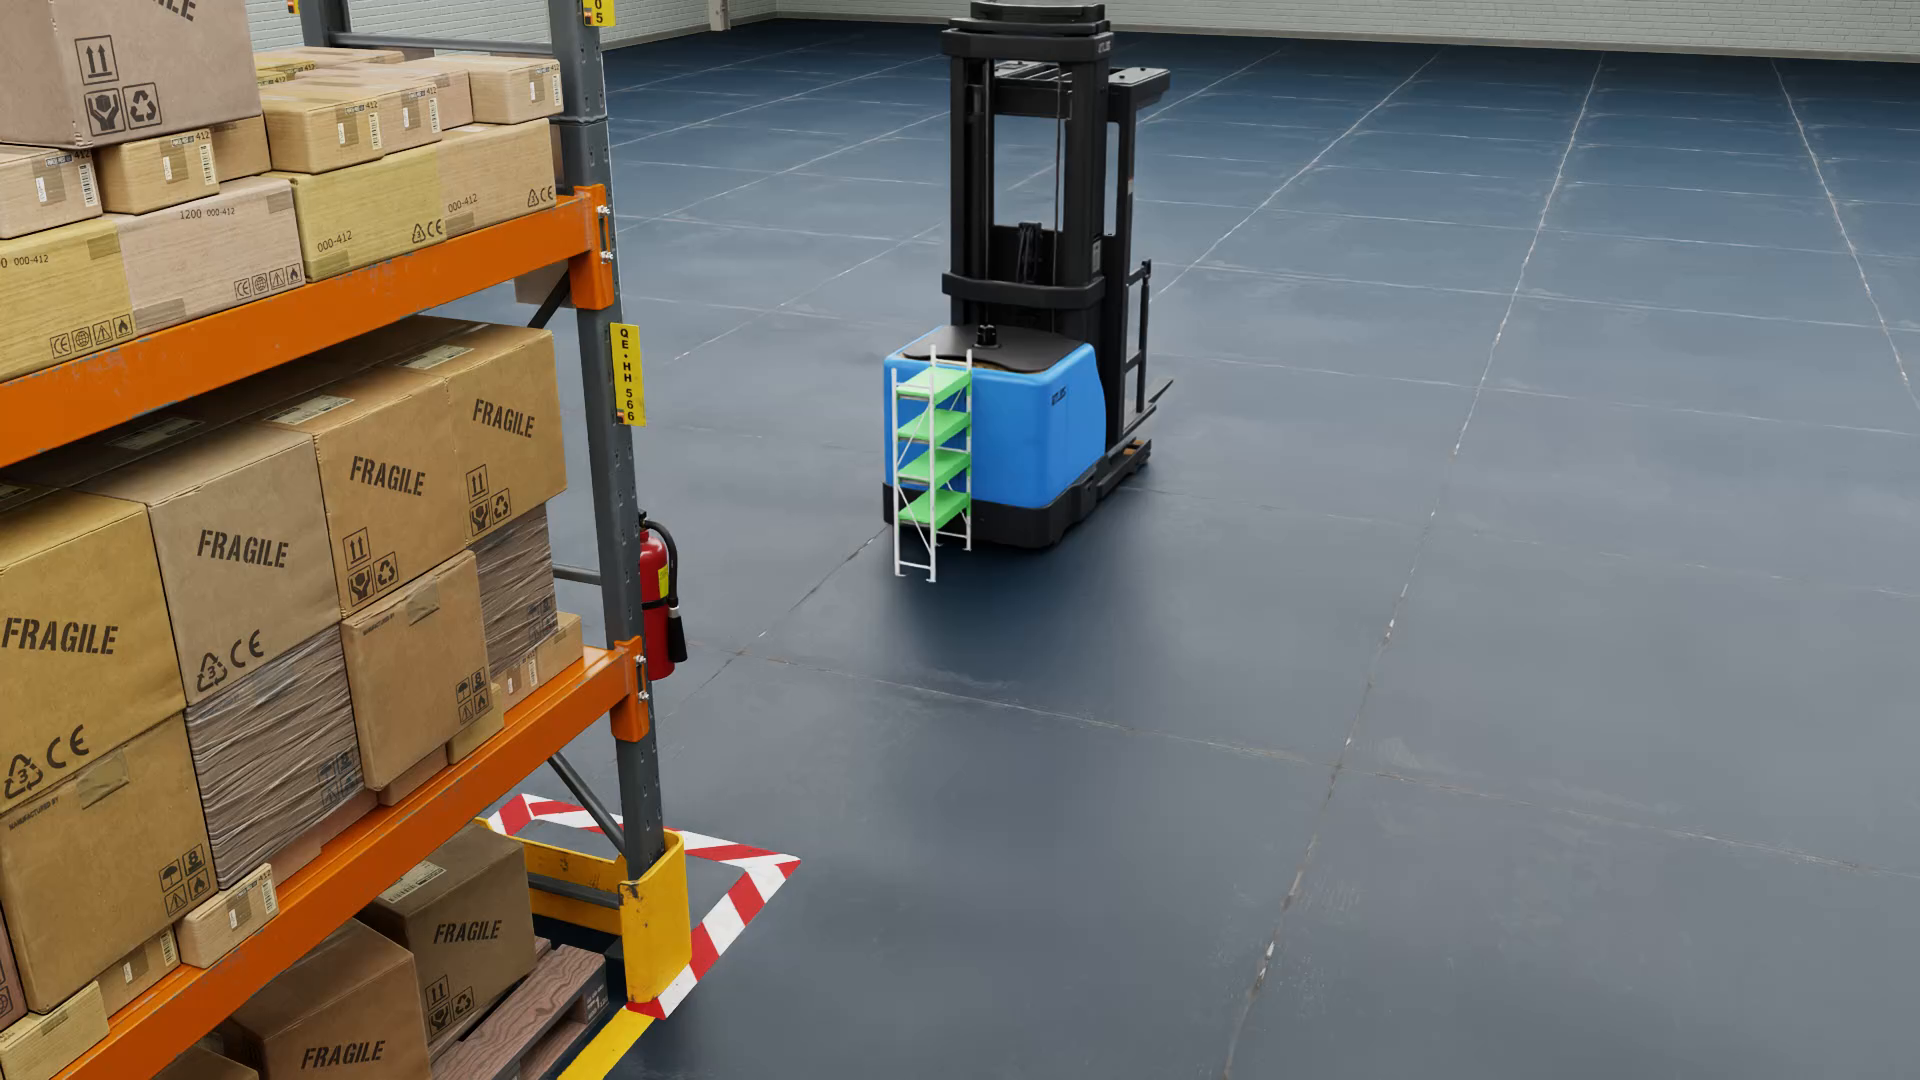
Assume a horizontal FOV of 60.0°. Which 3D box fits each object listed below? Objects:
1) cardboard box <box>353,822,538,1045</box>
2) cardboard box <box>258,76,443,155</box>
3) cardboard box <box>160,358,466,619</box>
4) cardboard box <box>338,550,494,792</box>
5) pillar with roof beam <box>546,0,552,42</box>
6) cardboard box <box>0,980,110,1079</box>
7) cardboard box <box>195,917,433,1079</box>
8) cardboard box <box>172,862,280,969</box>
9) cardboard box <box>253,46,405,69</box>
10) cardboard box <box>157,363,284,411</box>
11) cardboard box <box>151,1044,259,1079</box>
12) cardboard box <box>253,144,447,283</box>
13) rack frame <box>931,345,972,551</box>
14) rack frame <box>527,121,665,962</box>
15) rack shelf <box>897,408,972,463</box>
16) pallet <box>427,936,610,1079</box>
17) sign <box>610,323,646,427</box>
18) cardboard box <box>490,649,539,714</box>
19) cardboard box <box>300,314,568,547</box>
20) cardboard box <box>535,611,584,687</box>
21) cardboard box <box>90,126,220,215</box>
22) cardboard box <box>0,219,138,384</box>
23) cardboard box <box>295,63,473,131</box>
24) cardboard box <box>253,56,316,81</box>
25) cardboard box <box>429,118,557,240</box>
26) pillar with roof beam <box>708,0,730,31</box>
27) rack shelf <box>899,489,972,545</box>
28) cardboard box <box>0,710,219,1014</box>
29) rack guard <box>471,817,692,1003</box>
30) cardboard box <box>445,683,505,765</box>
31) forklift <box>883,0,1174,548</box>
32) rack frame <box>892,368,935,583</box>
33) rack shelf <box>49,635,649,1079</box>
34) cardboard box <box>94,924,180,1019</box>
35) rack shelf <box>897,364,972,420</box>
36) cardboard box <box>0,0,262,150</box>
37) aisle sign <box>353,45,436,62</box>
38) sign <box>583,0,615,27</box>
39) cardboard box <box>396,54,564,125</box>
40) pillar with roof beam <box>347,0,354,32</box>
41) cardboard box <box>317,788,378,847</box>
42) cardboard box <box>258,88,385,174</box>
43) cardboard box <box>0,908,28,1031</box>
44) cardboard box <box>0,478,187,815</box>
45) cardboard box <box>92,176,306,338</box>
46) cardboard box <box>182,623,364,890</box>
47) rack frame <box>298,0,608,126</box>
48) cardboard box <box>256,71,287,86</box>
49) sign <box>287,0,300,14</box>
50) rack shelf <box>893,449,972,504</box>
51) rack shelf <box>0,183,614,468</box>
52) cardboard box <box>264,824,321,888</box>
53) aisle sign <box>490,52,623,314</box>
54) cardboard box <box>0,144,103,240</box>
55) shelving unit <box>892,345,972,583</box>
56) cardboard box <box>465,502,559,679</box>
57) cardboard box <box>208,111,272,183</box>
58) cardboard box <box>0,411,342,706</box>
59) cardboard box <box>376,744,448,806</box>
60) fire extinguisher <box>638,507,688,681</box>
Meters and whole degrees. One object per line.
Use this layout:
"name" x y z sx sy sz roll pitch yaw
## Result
"cardboard box" -1.788 1.262 5.536 0.500 0.500 0.500 14 26 30
"cardboard box" -1.559 -1.084 4.239 0.380 0.149 0.250 8 24 18
"cardboard box" -1.695 -0.152 4.409 0.500 0.500 0.500 9 24 20
"cardboard box" -1.844 0.287 4.657 0.875 0.500 0.500 9 24 20
"pillar with roof beam" -3.535 -12.667 28.401 9.100 9.000 0.400 9 24 20
"cardboard box" -2.122 1.056 3.657 0.380 0.149 0.250 9 24 20
"cardboard box" -1.978 1.480 5.012 0.500 0.500 0.500 16 28 34
"cardboard box" -1.914 0.880 4.077 0.380 0.149 0.250 9 24 20
"cardboard box" -1.857 -1.352 4.882 0.380 0.149 0.250 9 24 20
"cardboard box" -2.190 -0.228 4.591 0.500 0.500 0.500 9 24 20
"cardboard box" -2.228 1.702 4.482 0.500 0.500 0.500 11 25 25
"cardboard box" -1.666 -0.846 4.186 0.500 0.250 0.500 9 24 20
"rack frame" -0.049 -0.509 9.413 0.240 1.200 0.015 10 25 22
"rack frame" -1.540 0.081 5.664 1.000 3.000 0.127 9 24 20
"rack shelf" -0.149 -0.586 9.140 0.258 0.148 0.480 10 25 22
"pallet" -1.903 1.680 5.453 1.003 0.211 1.213 9 24 20
"sign" -1.032 -0.513 5.173 0.100 0.325 0.005 9 24 20
"cardboard box" -1.548 0.418 5.184 0.380 0.149 0.250 9 24 20
"cardboard box" -1.515 -0.332 4.839 0.500 0.500 0.500 9 24 20
"cardboard box" -1.454 0.328 5.398 0.380 0.149 0.250 9 24 20
"cardboard box" -1.844 -0.809 3.581 0.380 0.149 0.250 8 24 17
"cardboard box" -2.046 -0.483 3.318 0.500 0.250 0.500 8 24 19
"cardboard box" -1.559 -1.198 4.511 0.380 0.149 0.250 8 24 18
"cardboard box" -2.043 -1.274 4.693 0.380 0.149 0.250 9 24 21
"cardboard box" -1.483 -1.025 4.615 0.500 0.250 0.500 9 24 21
"pillar with roof beam" -1.306 -14.815 33.541 9.100 9.000 0.400 9 24 20
"rack shelf" -0.149 -0.143 9.325 0.258 0.148 0.480 10 25 22
"cardboard box" -2.267 0.637 3.819 0.875 0.500 0.500 9 24 20
"rack guard" -1.568 1.262 6.081 1.175 0.500 0.348 9 24 20
"cardboard box" -1.593 0.515 4.952 0.380 0.149 0.250 9 24 20
"forklift" 0.611 -1.840 10.353 1.130 2.935 3.031 10 25 22
"rack frame" -0.249 -0.338 9.002 0.240 1.200 0.015 10 25 22
"rack shelf" -2.283 1.129 4.090 1.077 0.370 4.000 9 24 20
"cardboard box" -2.071 0.960 3.887 0.380 0.149 0.250 9 24 20
"rack shelf" -0.149 -0.808 9.047 0.258 0.148 0.480 10 25 22
"cardboard box" -1.881 -1.126 3.499 0.500 0.500 0.500 9 24 20
"aisle sign" -1.796 -1.184 5.319 0.394 0.787 0.004 9 24 20
"sign" -1.032 -1.625 4.708 0.100 0.325 0.005 9 24 20
"cardboard box" -1.354 -1.274 4.694 0.380 0.149 0.250 9 24 20
"pillar with roof beam" -5.763 -10.520 23.261 9.100 9.000 0.400 9 24 20
"cardboard box" -1.831 0.685 4.543 0.380 0.149 0.250 9 24 20
"cardboard box" -1.630 -0.991 4.016 0.380 0.149 0.250 9 24 20
"cardboard box" -2.491 0.810 3.405 0.875 0.500 0.500 9 24 20
"cardboard box" -2.077 0.204 3.556 0.500 0.500 0.500 9 24 20
"cardboard box" -1.864 -0.664 3.750 0.500 0.250 0.500 9 24 21
"cardboard box" -2.070 0.459 4.243 0.875 0.500 0.500 9 24 20
"rack frame" -1.540 -2.687 4.508 1.000 3.000 0.127 9 24 20
"cardboard box" -2.023 -1.166 4.434 0.380 0.149 0.250 8 24 19
"sign" -2.044 -1.784 5.104 0.100 0.325 0.005 9 24 20
"rack shelf" -0.149 -0.365 9.232 0.258 0.148 0.480 10 25 22
"rack shelf" -2.283 -0.256 3.512 1.077 0.370 4.000 9 24 20
"cardboard box" -1.903 0.778 4.321 0.380 0.149 0.250 9 24 20
"aisle sign" -1.239 -1.098 5.114 0.394 0.787 0.004 9 24 20
"cardboard box" -1.989 -0.718 3.363 0.380 0.149 0.250 7 24 17
"shelving unit" -0.149 -0.424 9.208 0.258 1.200 0.503 10 25 22
"cardboard box" -1.770 0.090 5.126 0.875 0.500 0.500 9 24 20
"cardboard box" -1.838 -0.920 3.846 0.380 0.149 0.250 9 24 21
"cardboard box" -1.883 0.027 3.981 0.500 0.500 0.500 9 24 20
"cardboard box" -1.700 0.602 4.743 0.380 0.149 0.250 9 24 20
"fire extinguisher" -1.070 0.142 5.620 0.296 0.674 0.183 9 24 20
